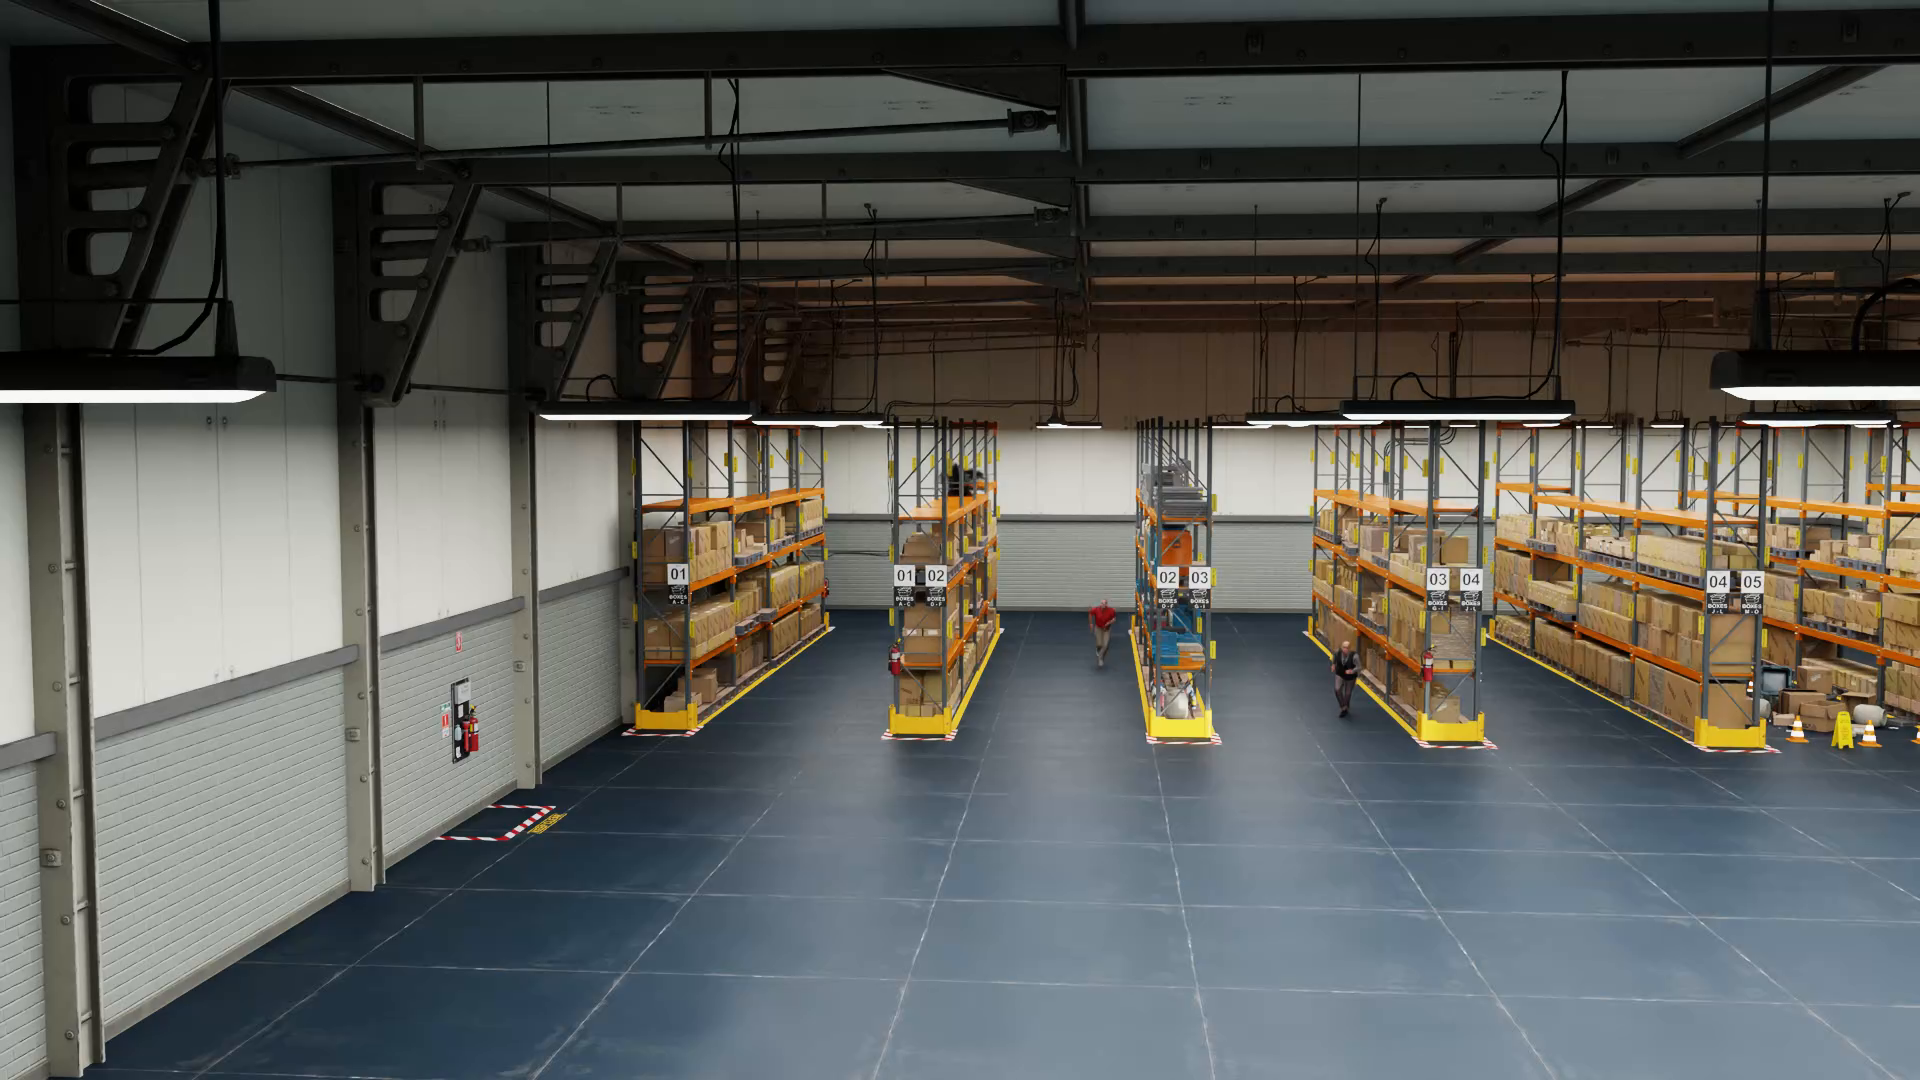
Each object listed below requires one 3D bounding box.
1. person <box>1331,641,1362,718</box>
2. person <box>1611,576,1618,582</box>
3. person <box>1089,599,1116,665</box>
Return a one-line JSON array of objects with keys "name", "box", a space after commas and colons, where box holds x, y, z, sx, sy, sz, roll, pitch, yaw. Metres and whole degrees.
[{"name": "person", "box": [7.757, 2.752, 33.336, 0.657, 1.544, 1.101, 1, 4, 20]}, {"name": "person", "box": [19.063, 1.776, 48.041, 0.727, 1.645, 0.622, -1, 4, -15]}, {"name": "person", "box": [3.502, 2.249, 40.787, 0.638, 1.658, 0.746, 0, 4, -6]}]
